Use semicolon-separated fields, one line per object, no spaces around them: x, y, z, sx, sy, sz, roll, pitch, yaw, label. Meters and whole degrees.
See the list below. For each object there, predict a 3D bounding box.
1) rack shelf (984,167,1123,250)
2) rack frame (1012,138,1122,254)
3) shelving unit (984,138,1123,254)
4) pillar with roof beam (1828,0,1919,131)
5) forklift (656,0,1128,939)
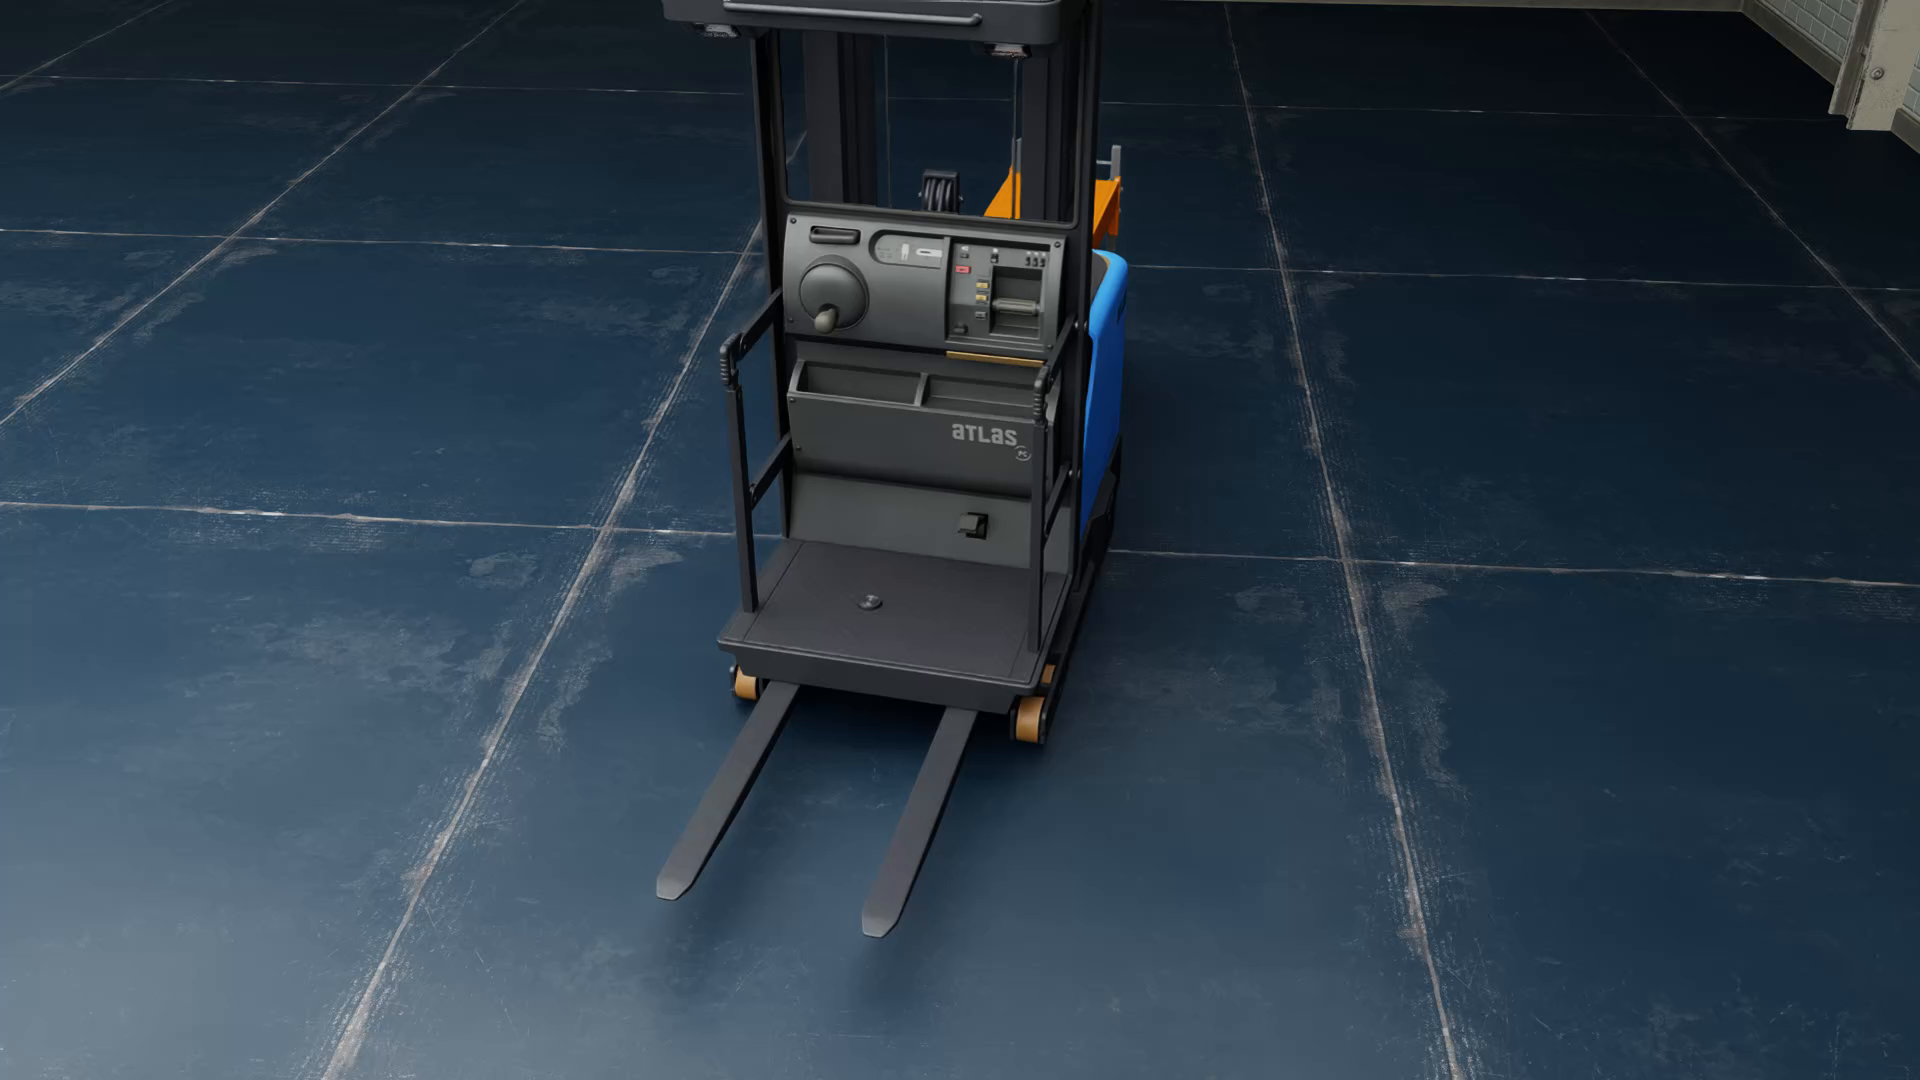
0.362;-1.309;7.243;0.538;0.278;1.000;7;32;12;rack shelf
0.484;-1.318;7.817;0.500;1.125;0.032;7;32;12;rack frame
0.362;-1.059;7.397;0.538;1.125;1.048;7;32;12;shelving unit
1.897;-6.892;9.357;9.100;9.000;0.400;2;32;4;pillar with roof beam
-0.173;-0.781;5.224;1.130;2.935;3.031;7;32;12;forklift
